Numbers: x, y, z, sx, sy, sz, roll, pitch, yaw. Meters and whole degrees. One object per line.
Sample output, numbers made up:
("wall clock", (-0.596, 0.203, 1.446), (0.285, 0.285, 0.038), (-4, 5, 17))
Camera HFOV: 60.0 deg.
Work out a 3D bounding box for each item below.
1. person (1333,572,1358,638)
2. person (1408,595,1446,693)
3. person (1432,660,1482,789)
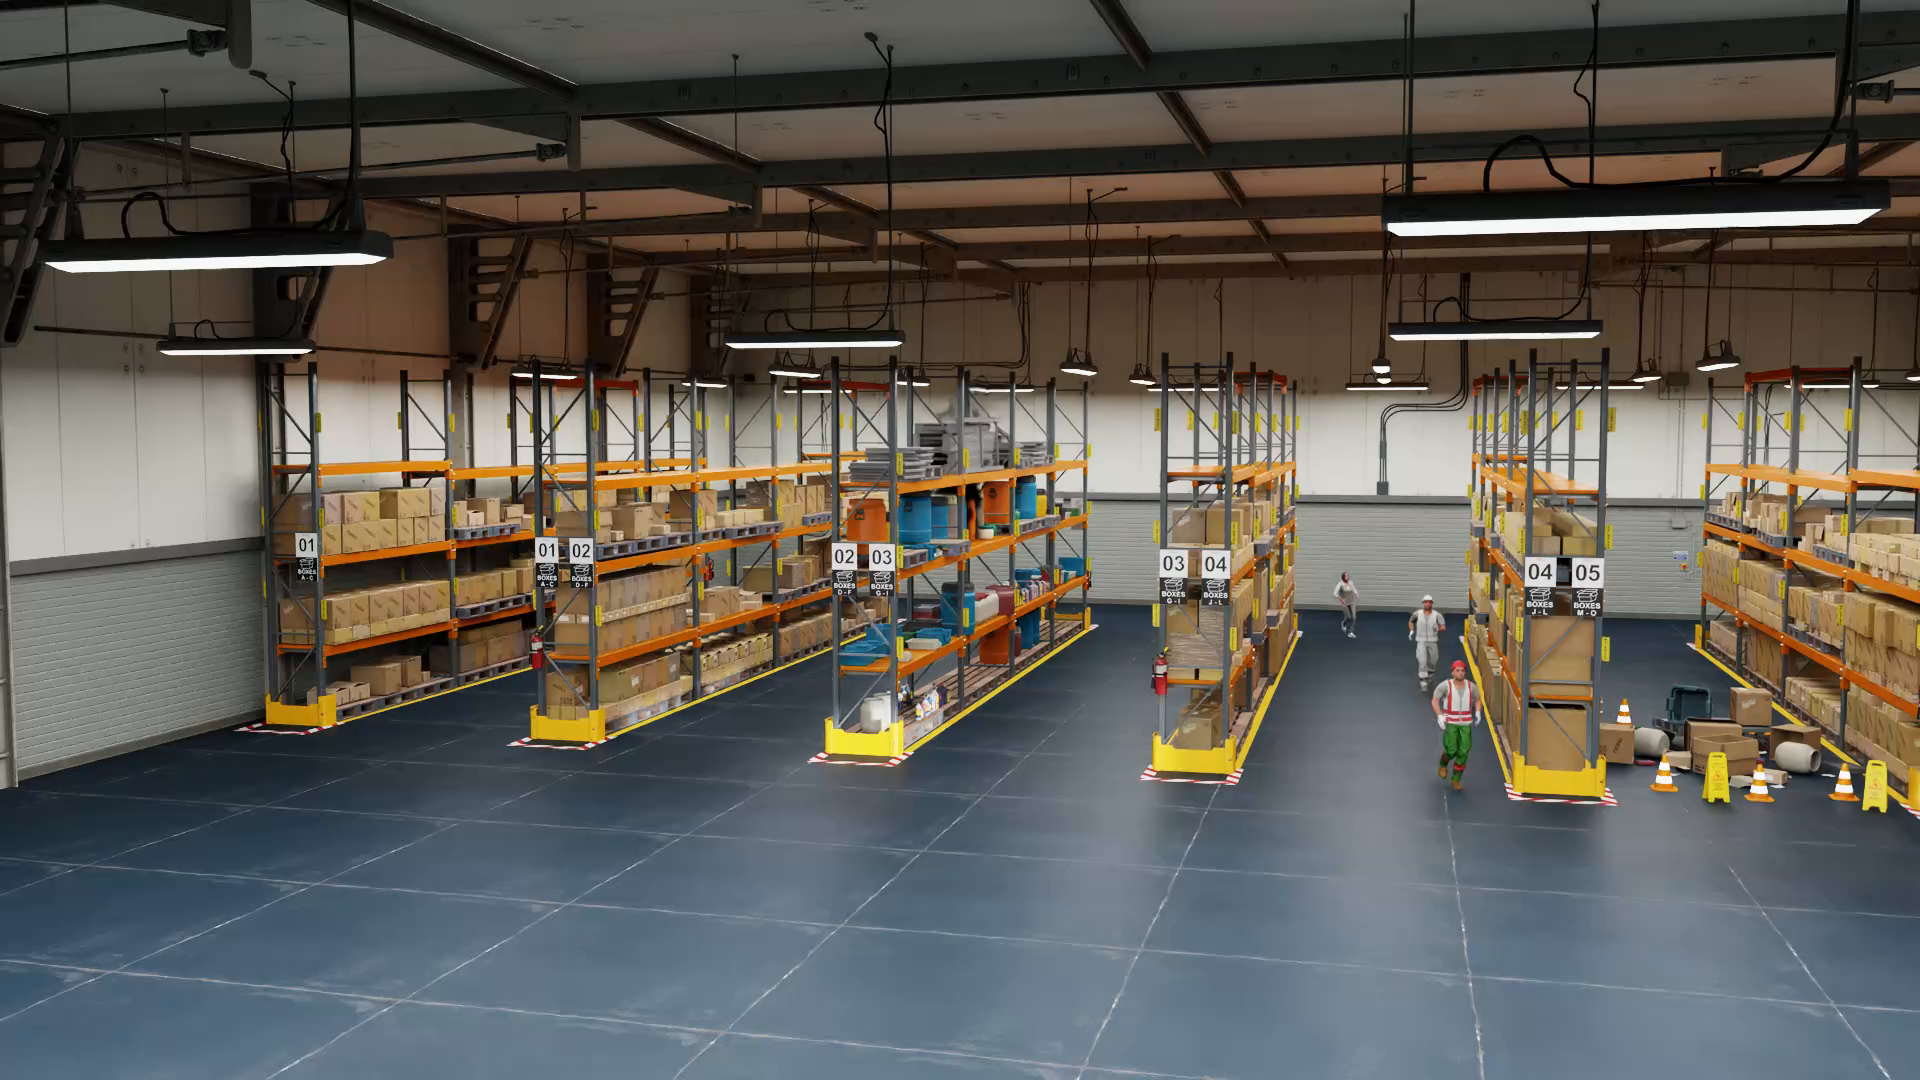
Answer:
("person", (9.025, 1.511, 38.823), (0.558, 1.548, 0.579), (-1, 4, -16))
("person", (8.699, 1.910, 30.975), (0.662, 1.766, 1.000), (1, 4, 13))
("person", (6.846, 2.523, 22.884), (0.678, 1.755, 0.593), (0, 4, -1))
